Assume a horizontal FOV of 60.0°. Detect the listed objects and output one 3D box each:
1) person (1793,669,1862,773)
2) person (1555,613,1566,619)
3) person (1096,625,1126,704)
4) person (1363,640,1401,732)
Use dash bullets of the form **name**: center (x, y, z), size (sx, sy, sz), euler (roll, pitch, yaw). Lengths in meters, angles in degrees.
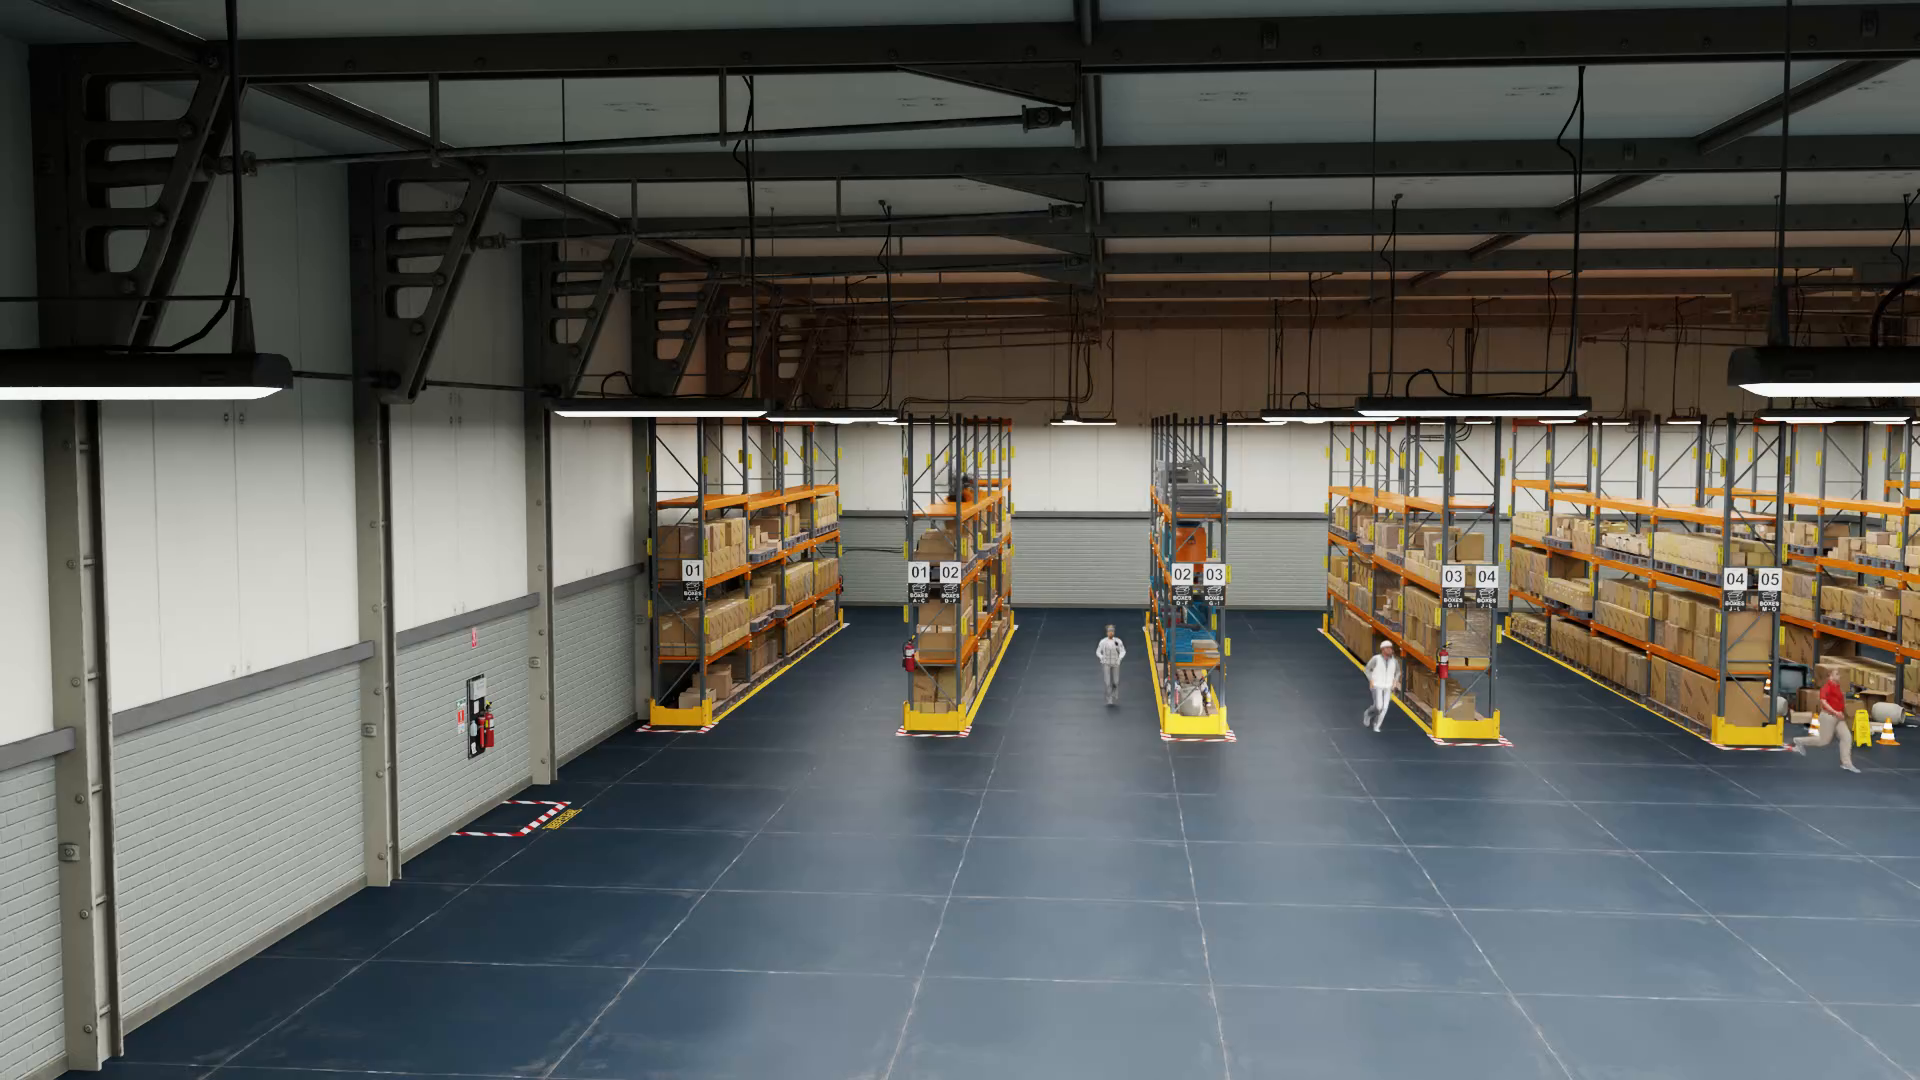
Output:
- **person**: center (14.604, 3.019, 27.953), size (0.640, 1.726, 1.046), euler (-3, 5, -42)
- **person**: center (16.870, 1.711, 46.777), size (0.672, 1.715, 0.600), euler (-2, 4, -29)
- **person**: center (3.118, 2.569, 34.422), size (0.612, 1.648, 0.571), euler (0, 4, 5)
- **person**: center (8.002, 2.755, 31.383), size (0.664, 1.727, 0.551), euler (0, 4, -7)
